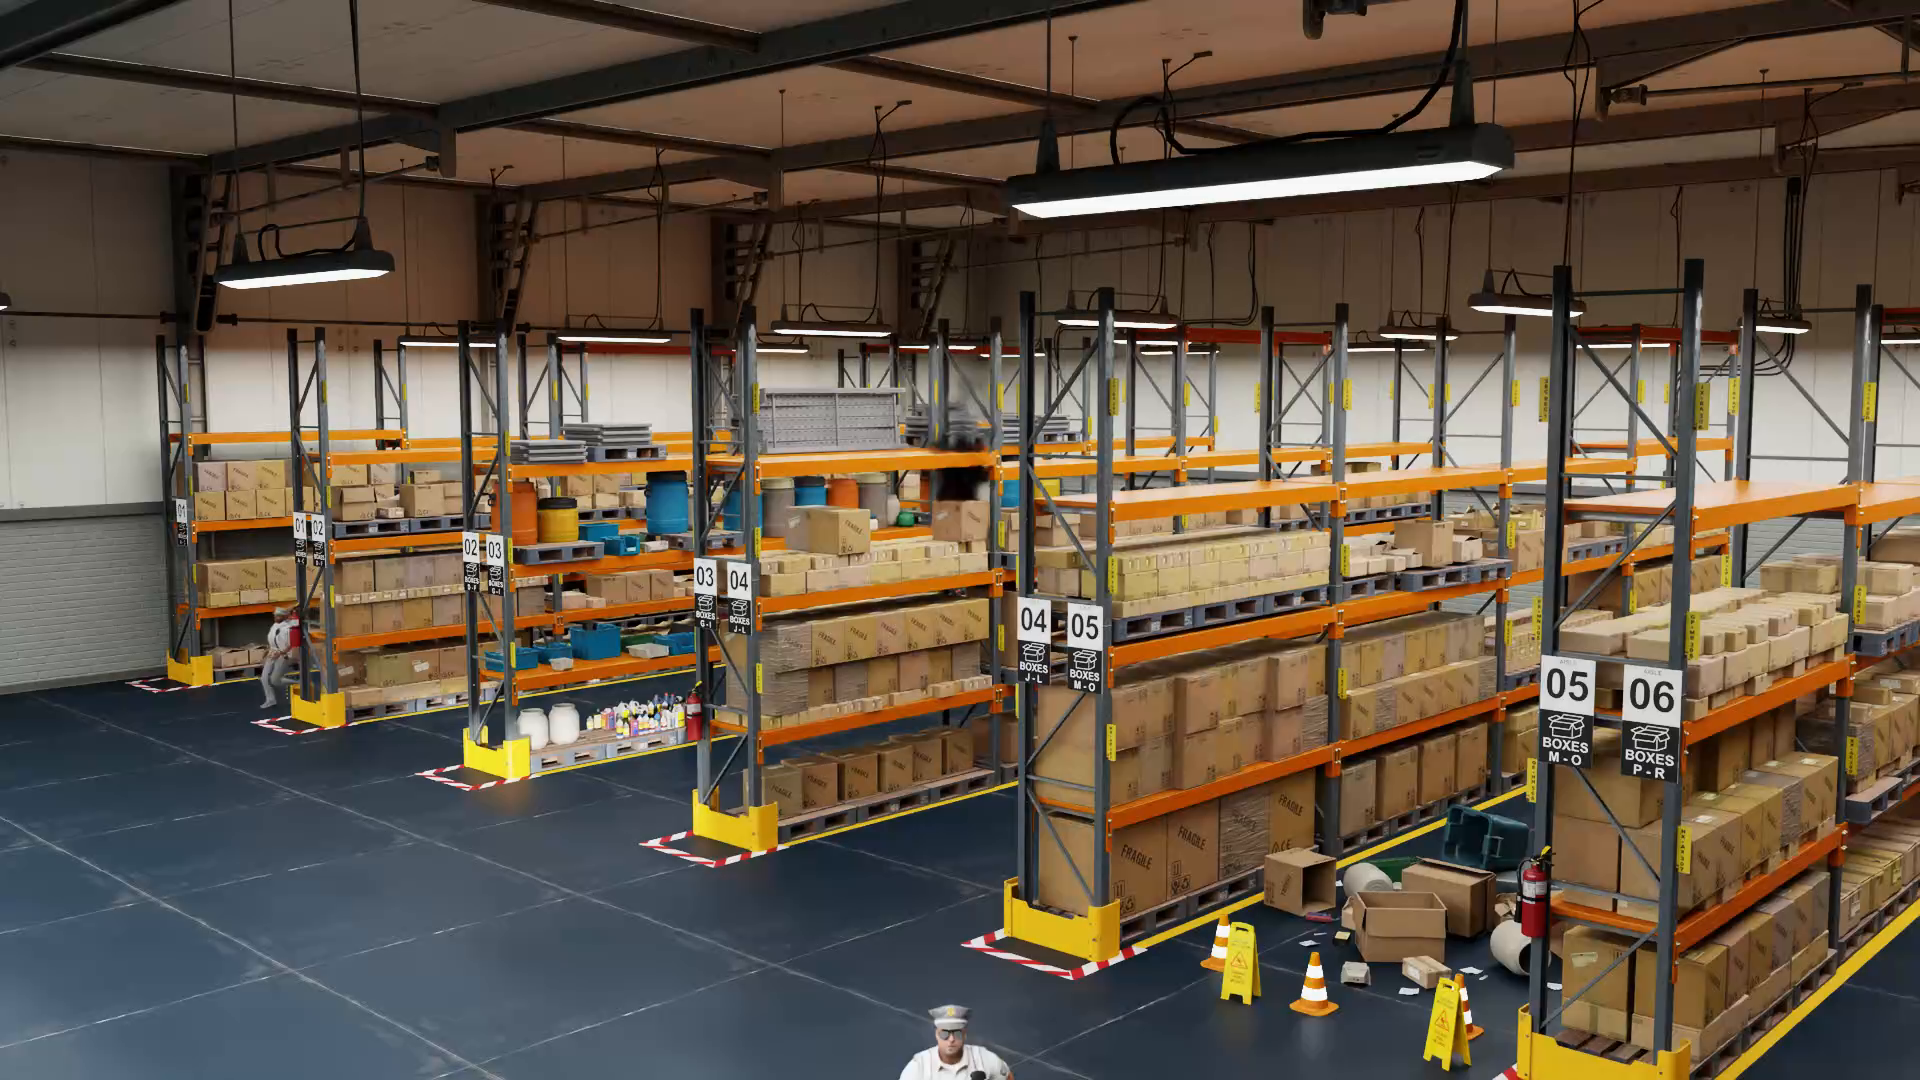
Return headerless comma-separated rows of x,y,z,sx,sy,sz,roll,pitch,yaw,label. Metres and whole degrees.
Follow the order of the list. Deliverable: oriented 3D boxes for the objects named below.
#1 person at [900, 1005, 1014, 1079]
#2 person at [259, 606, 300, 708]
-0.028,3.445,9.135,0.656,1.851,0.735,0,5,1,person
-10.839,1.867,26.635,0.614,1.659,0.662,4,7,37,person
